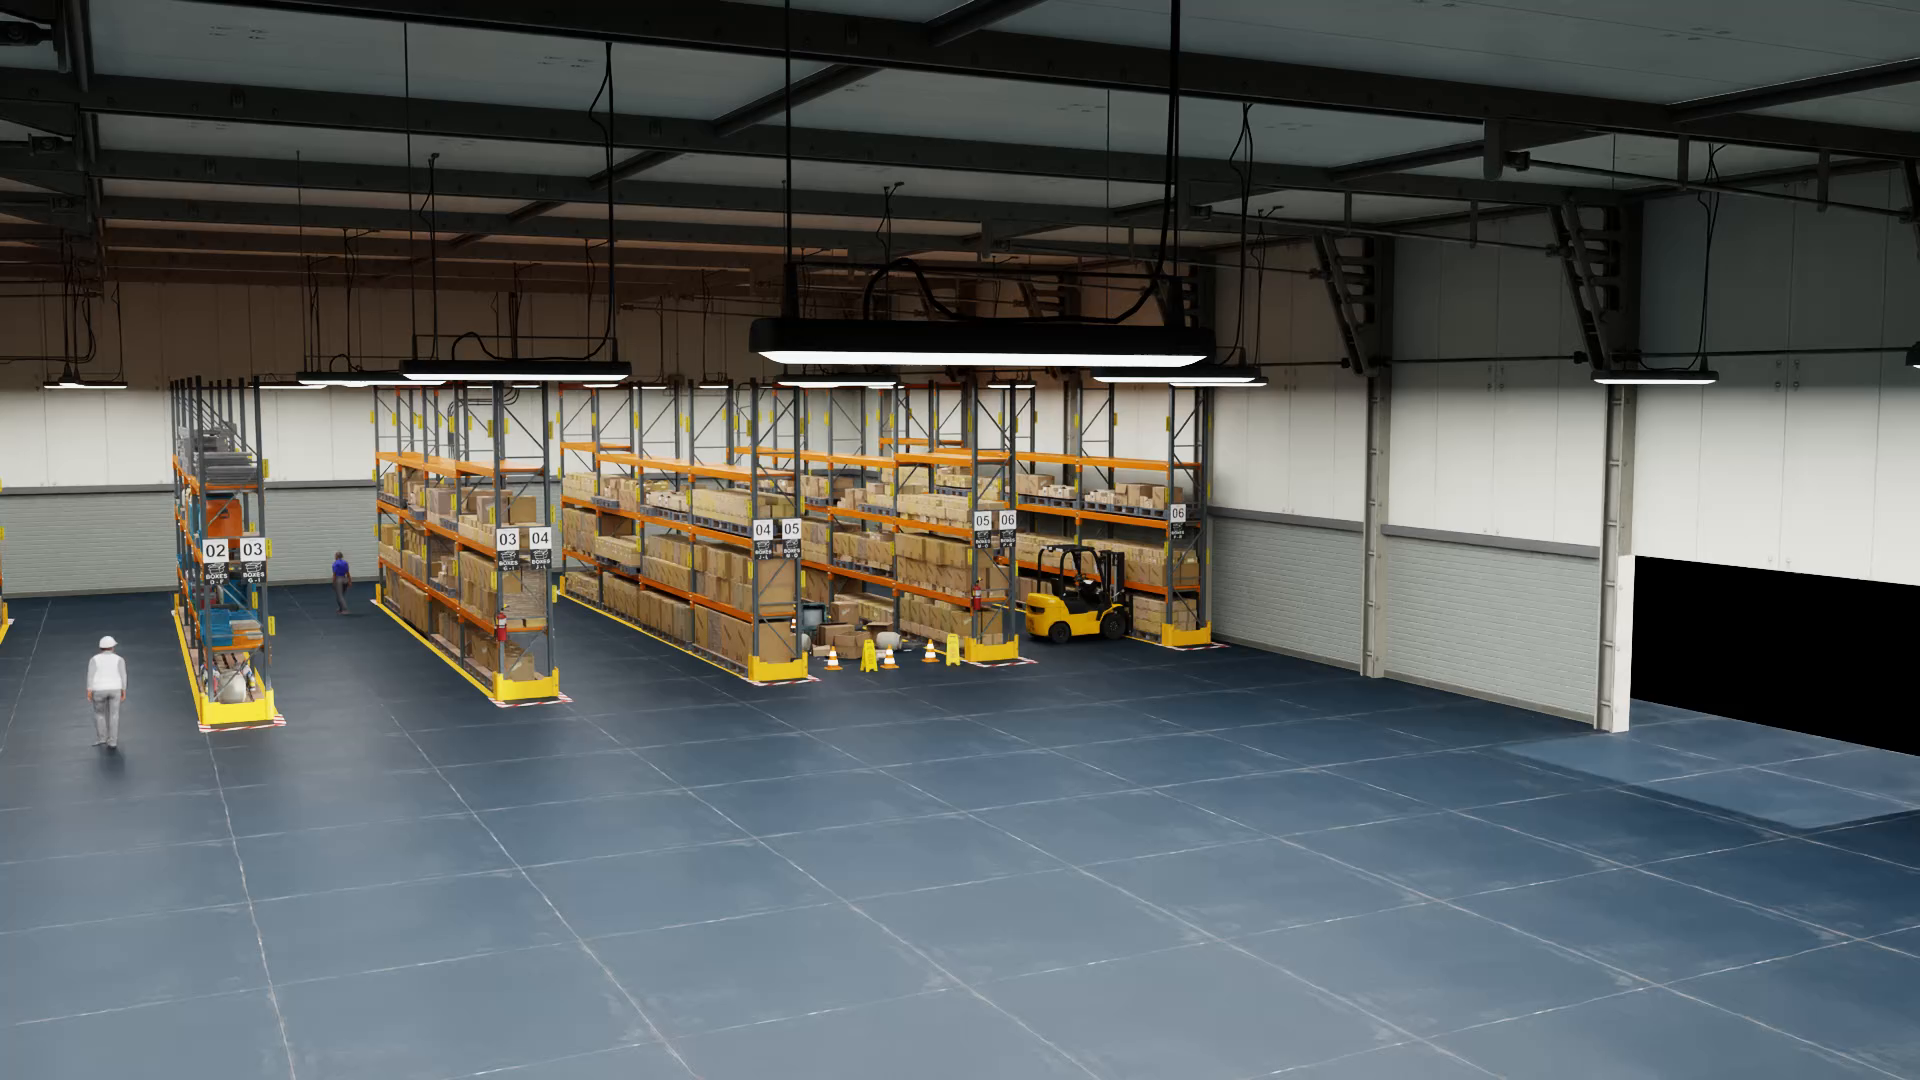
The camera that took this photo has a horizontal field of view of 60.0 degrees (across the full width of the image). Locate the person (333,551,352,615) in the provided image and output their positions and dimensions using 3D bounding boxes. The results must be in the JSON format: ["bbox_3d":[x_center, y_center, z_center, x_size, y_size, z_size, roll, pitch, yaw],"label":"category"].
[{"bbox_3d":[-15.963,1.099,42.885,0.764,1.635,0.484,3,6,33],"label":"person"}]

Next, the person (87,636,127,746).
[{"bbox_3d":[-13.800,2.476,26.909,0.588,1.820,0.613,-3,6,-32],"label":"person"}]
